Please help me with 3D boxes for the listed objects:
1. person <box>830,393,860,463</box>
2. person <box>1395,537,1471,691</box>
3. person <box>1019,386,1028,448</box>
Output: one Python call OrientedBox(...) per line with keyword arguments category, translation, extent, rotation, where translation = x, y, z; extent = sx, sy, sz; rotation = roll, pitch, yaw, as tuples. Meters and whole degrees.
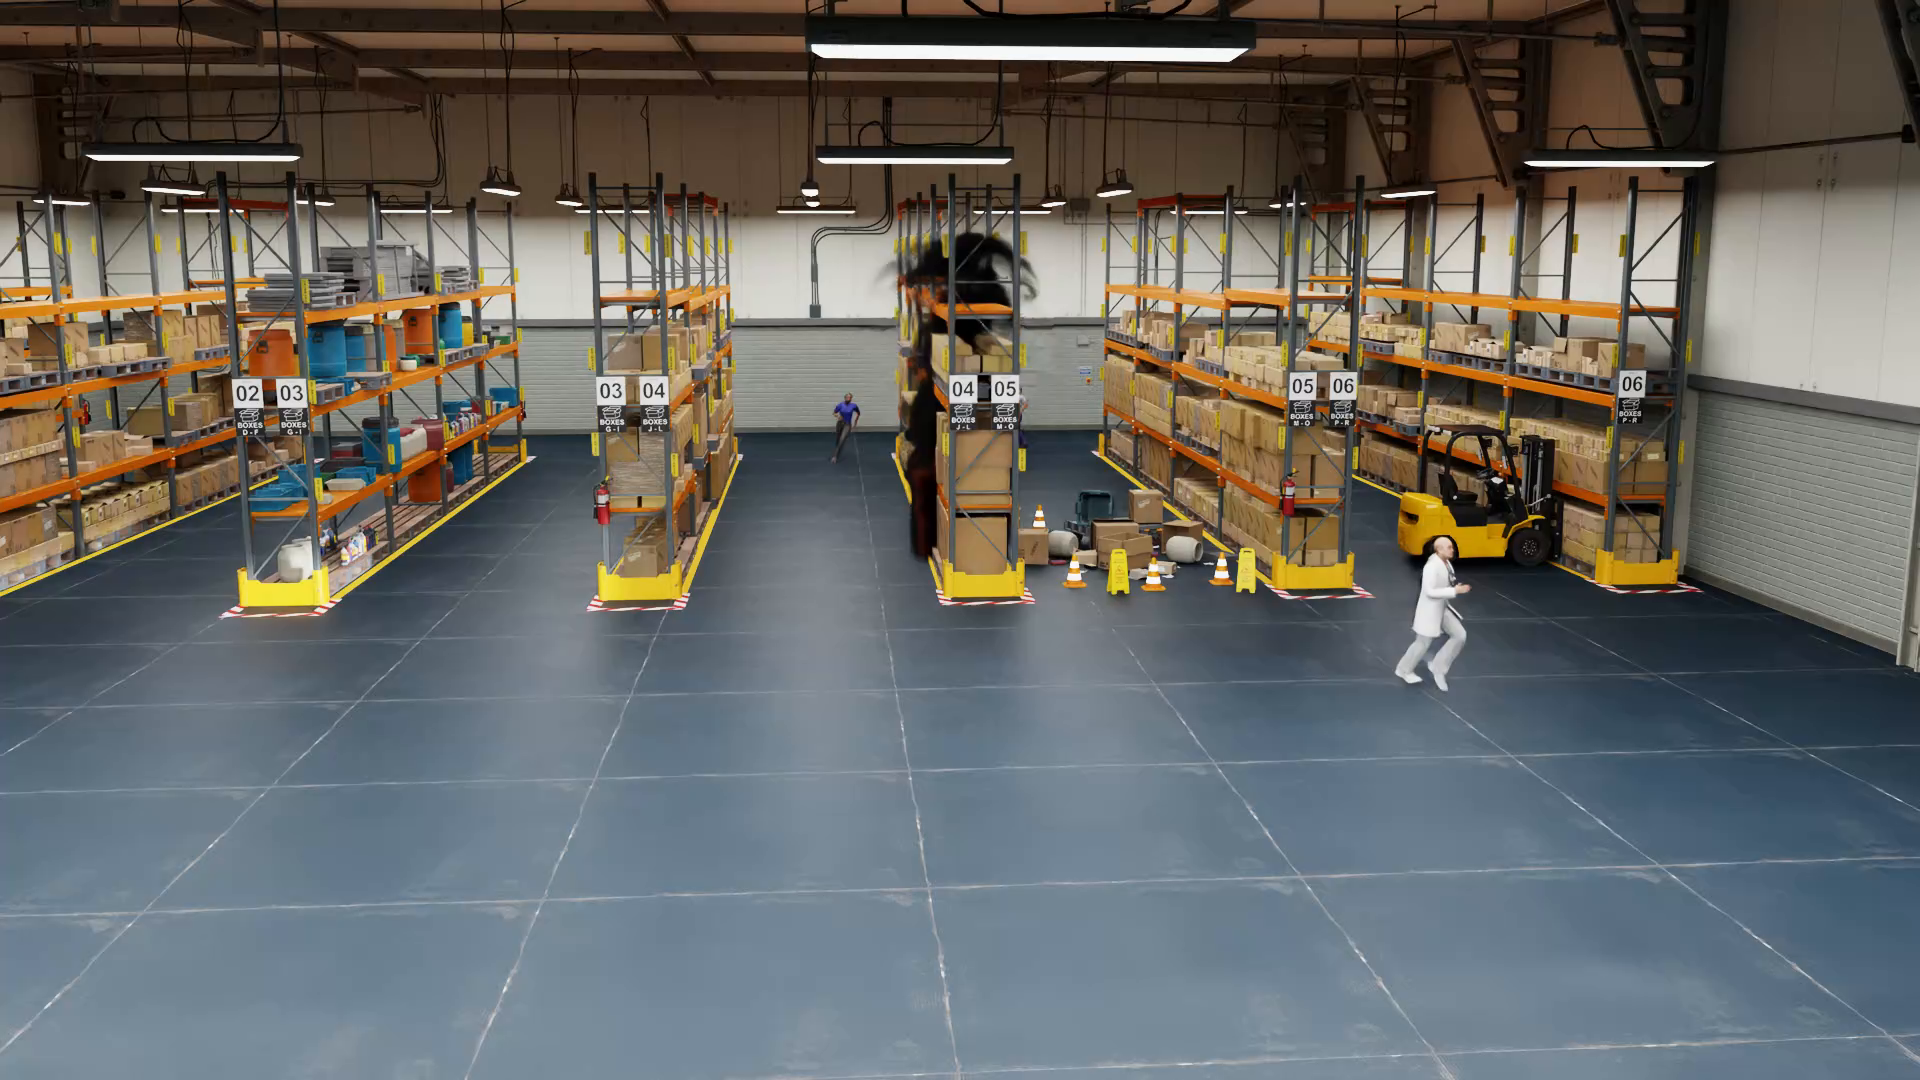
OrientedBox(category="person", translation=(-2.735, -2.669, 39.220), extent=(0.704, 1.631, 0.916), rotation=(1, 10, 7))
OrientedBox(category="person", translation=(5.390, 0.832, 18.913), extent=(0.893, 1.781, 0.751), rotation=(8, 13, 40))
OrientedBox(category="person", translation=(1.351, -2.994, 40.998), extent=(0.671, 1.676, 0.587), rotation=(-1, 10, -8))
